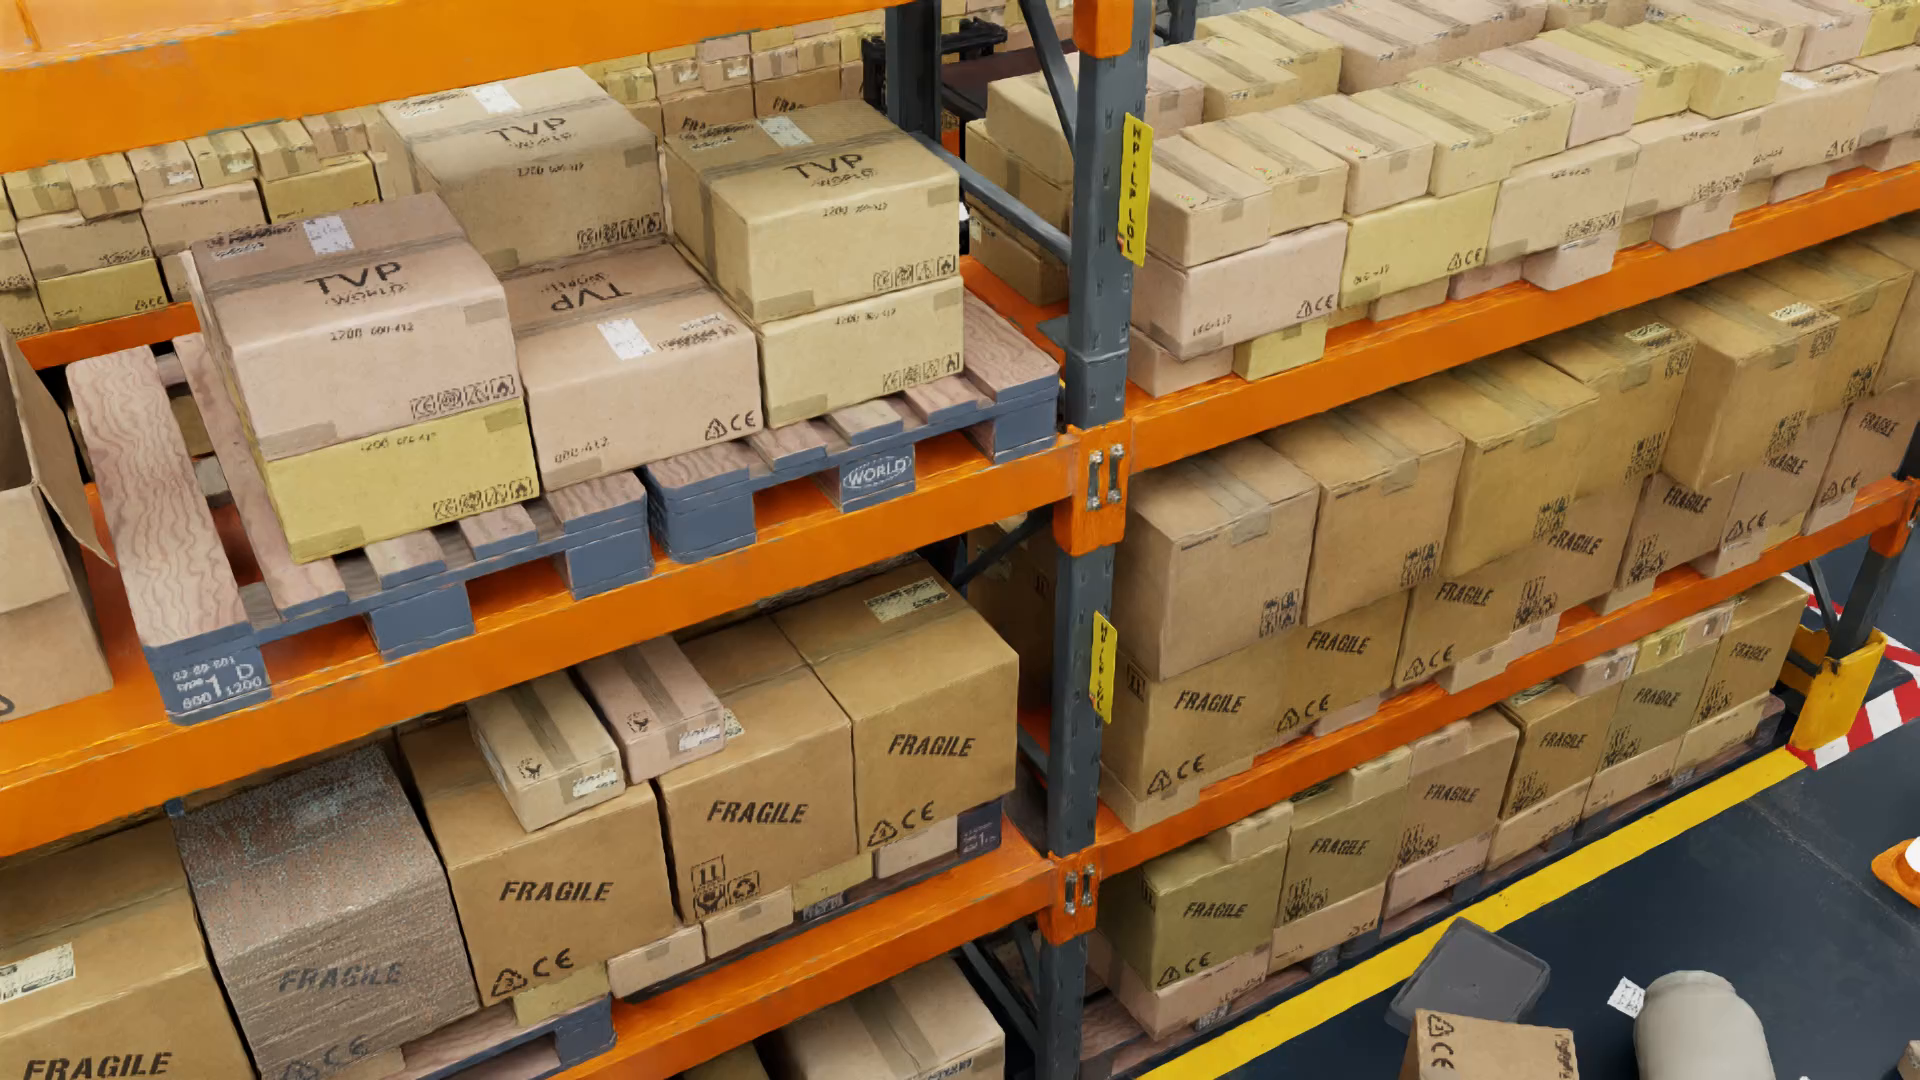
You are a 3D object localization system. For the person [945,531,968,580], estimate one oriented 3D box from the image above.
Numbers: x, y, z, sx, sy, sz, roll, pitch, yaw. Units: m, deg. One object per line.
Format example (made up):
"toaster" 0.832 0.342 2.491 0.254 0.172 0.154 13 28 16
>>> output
"person" -0.014 -0.144 7.162 0.691 1.781 0.654 -9 37 -11
